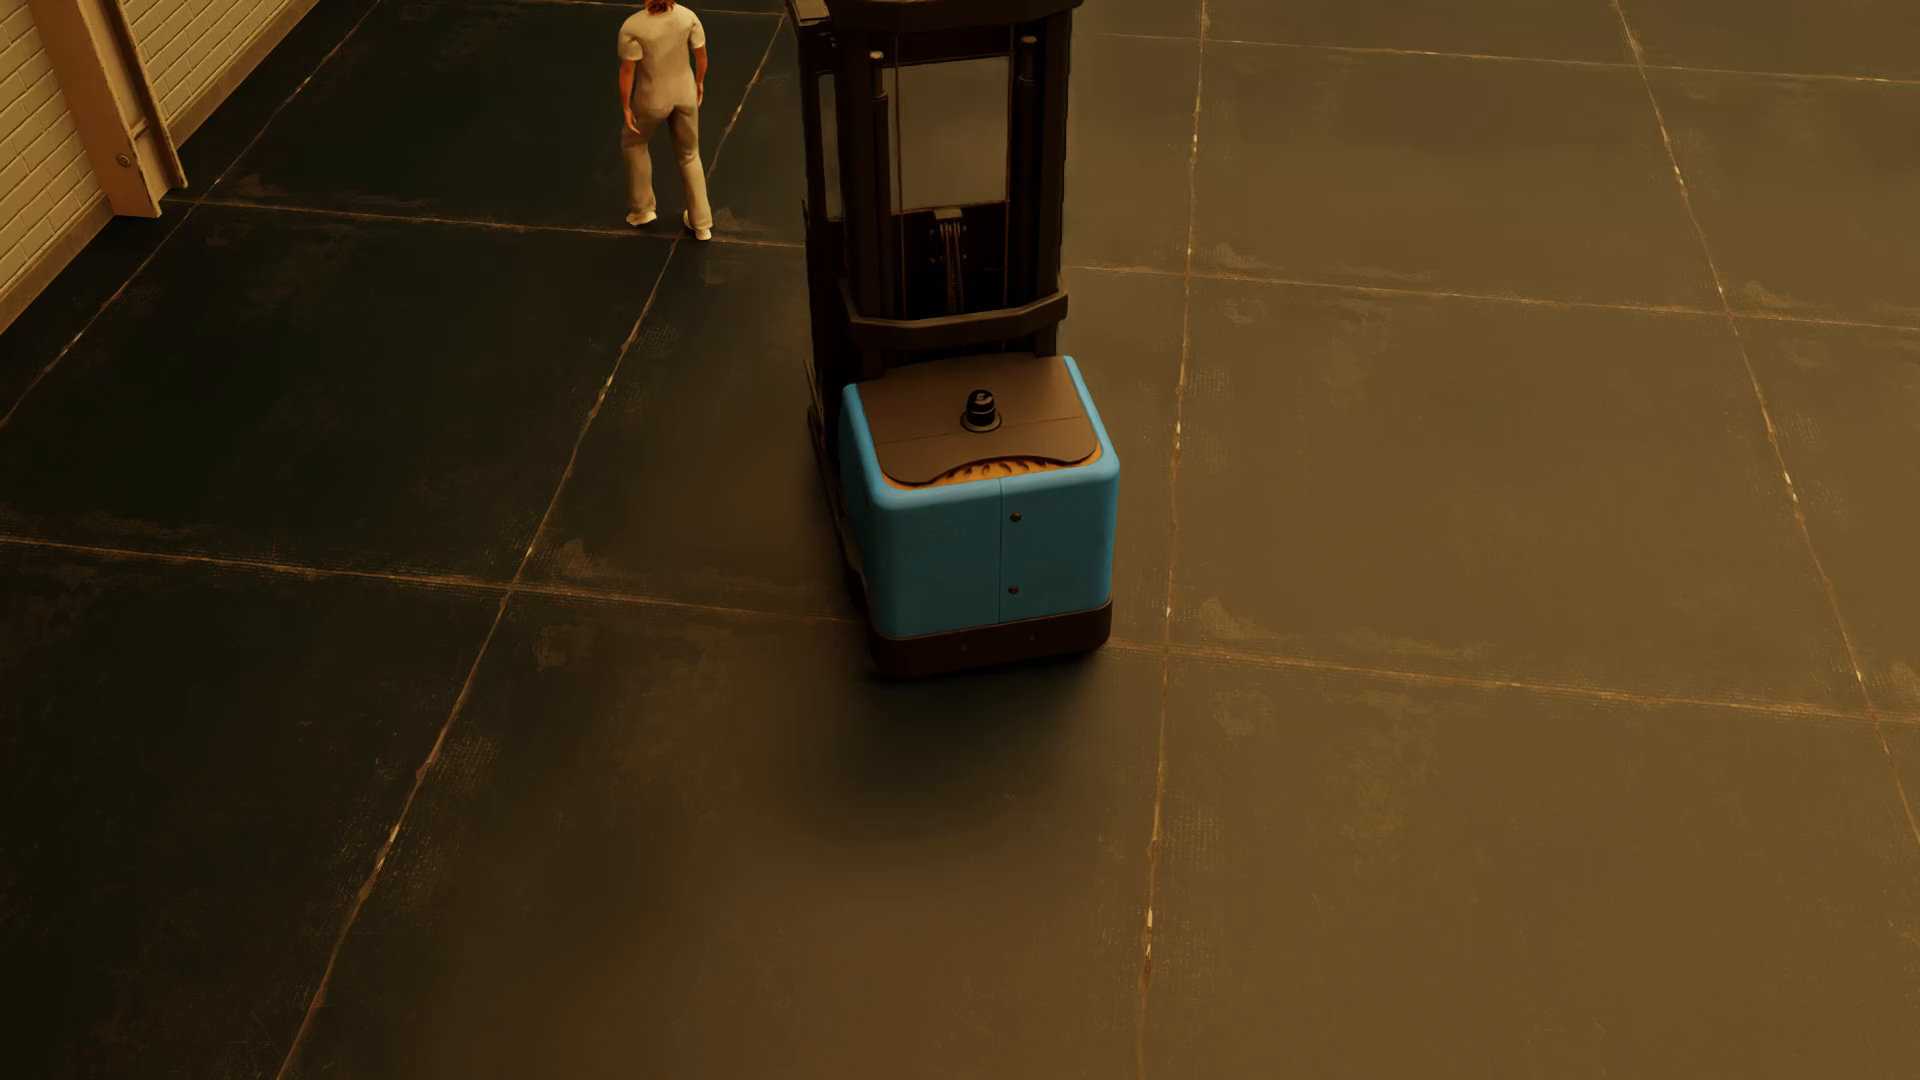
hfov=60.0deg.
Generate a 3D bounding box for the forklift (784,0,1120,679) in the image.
[{"bbox_3d":[-0.153,-1.492,7.348,1.130,2.935,3.031,-8,43,-9],"label":"forklift"}]

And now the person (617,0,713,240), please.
[{"bbox_3d":[-1.682,-2.479,9.412,0.545,1.710,0.530,-20,46,-21],"label":"person"}]
